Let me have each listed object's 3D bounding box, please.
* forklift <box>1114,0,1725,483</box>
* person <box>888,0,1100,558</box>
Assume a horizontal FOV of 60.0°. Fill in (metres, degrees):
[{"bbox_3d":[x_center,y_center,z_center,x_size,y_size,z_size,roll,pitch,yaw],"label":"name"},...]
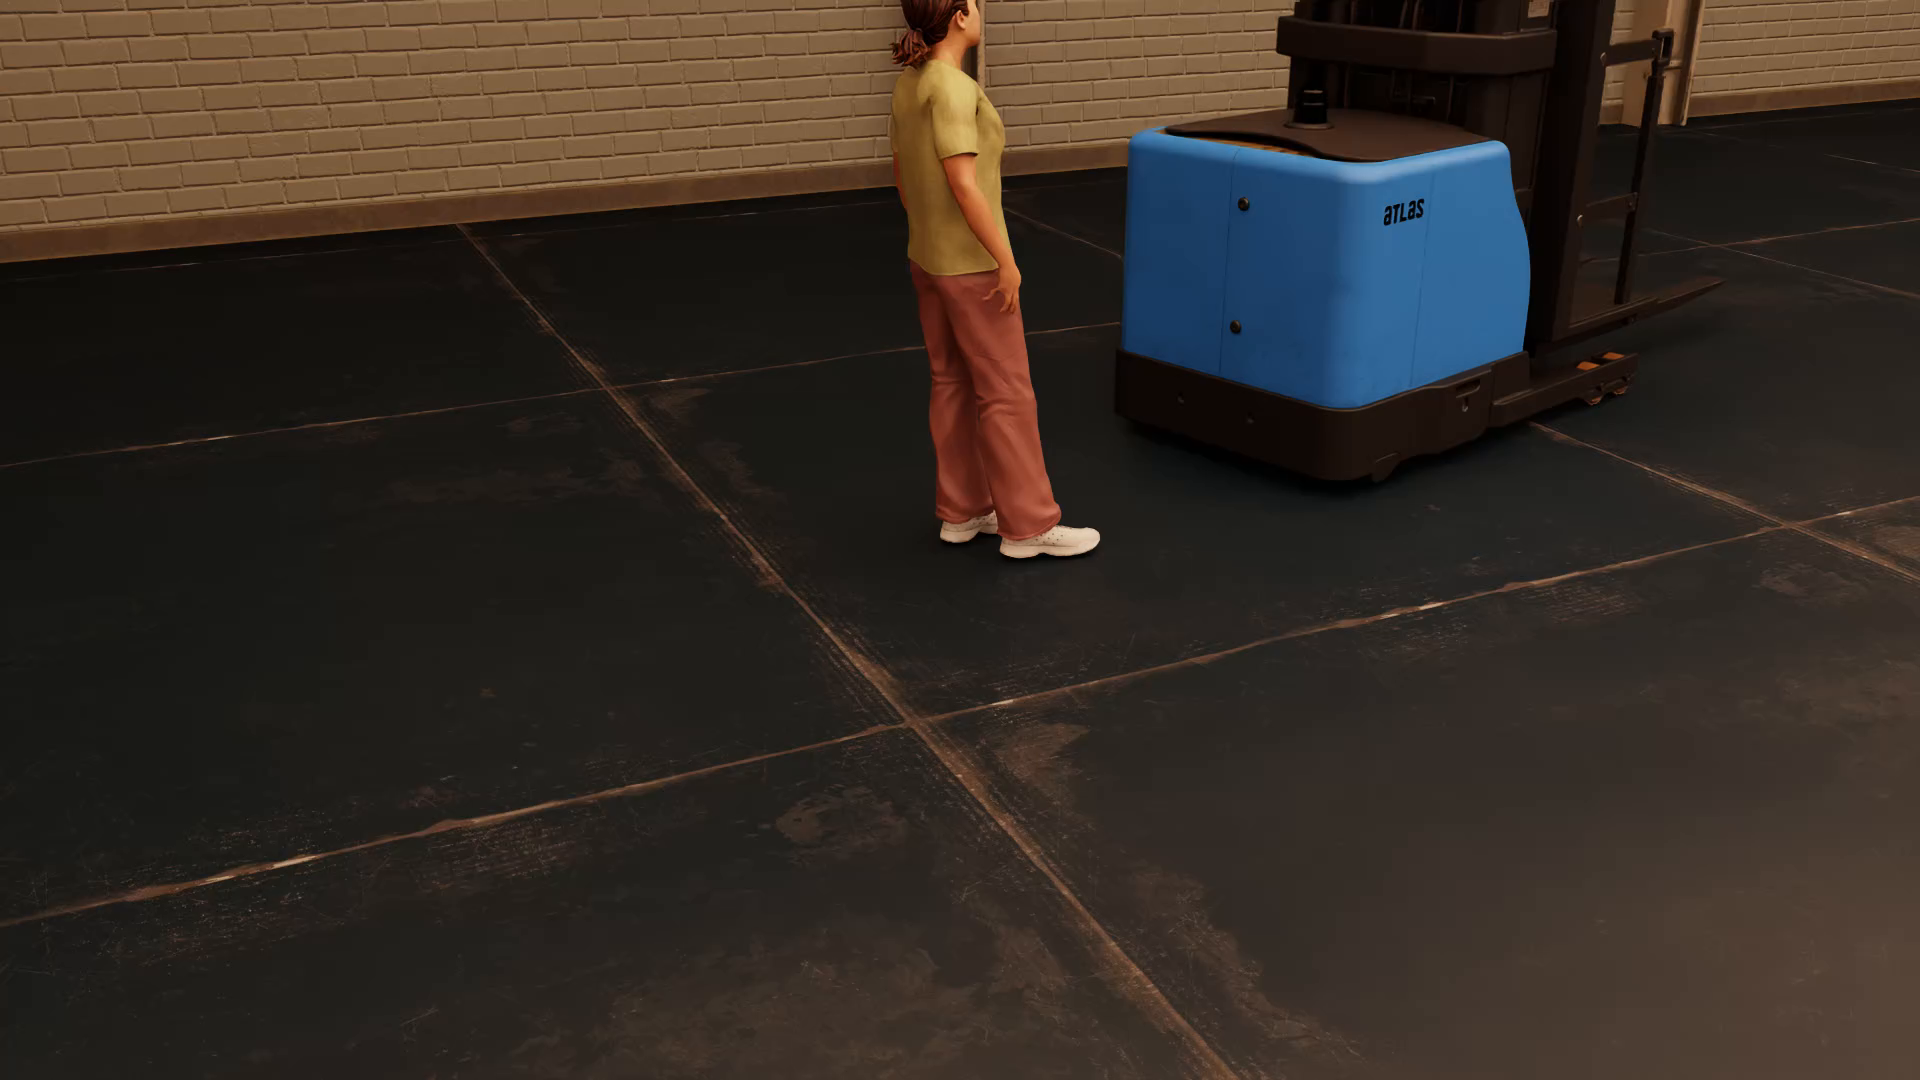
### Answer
[{"bbox_3d":[1.996,-1.998,6.095,3.031,2.935,1.130,-19,29,-38],"label":"forklift"},{"bbox_3d":[0.072,-0.789,4.802,0.548,1.673,0.554,-10,25,-23],"label":"person"}]
